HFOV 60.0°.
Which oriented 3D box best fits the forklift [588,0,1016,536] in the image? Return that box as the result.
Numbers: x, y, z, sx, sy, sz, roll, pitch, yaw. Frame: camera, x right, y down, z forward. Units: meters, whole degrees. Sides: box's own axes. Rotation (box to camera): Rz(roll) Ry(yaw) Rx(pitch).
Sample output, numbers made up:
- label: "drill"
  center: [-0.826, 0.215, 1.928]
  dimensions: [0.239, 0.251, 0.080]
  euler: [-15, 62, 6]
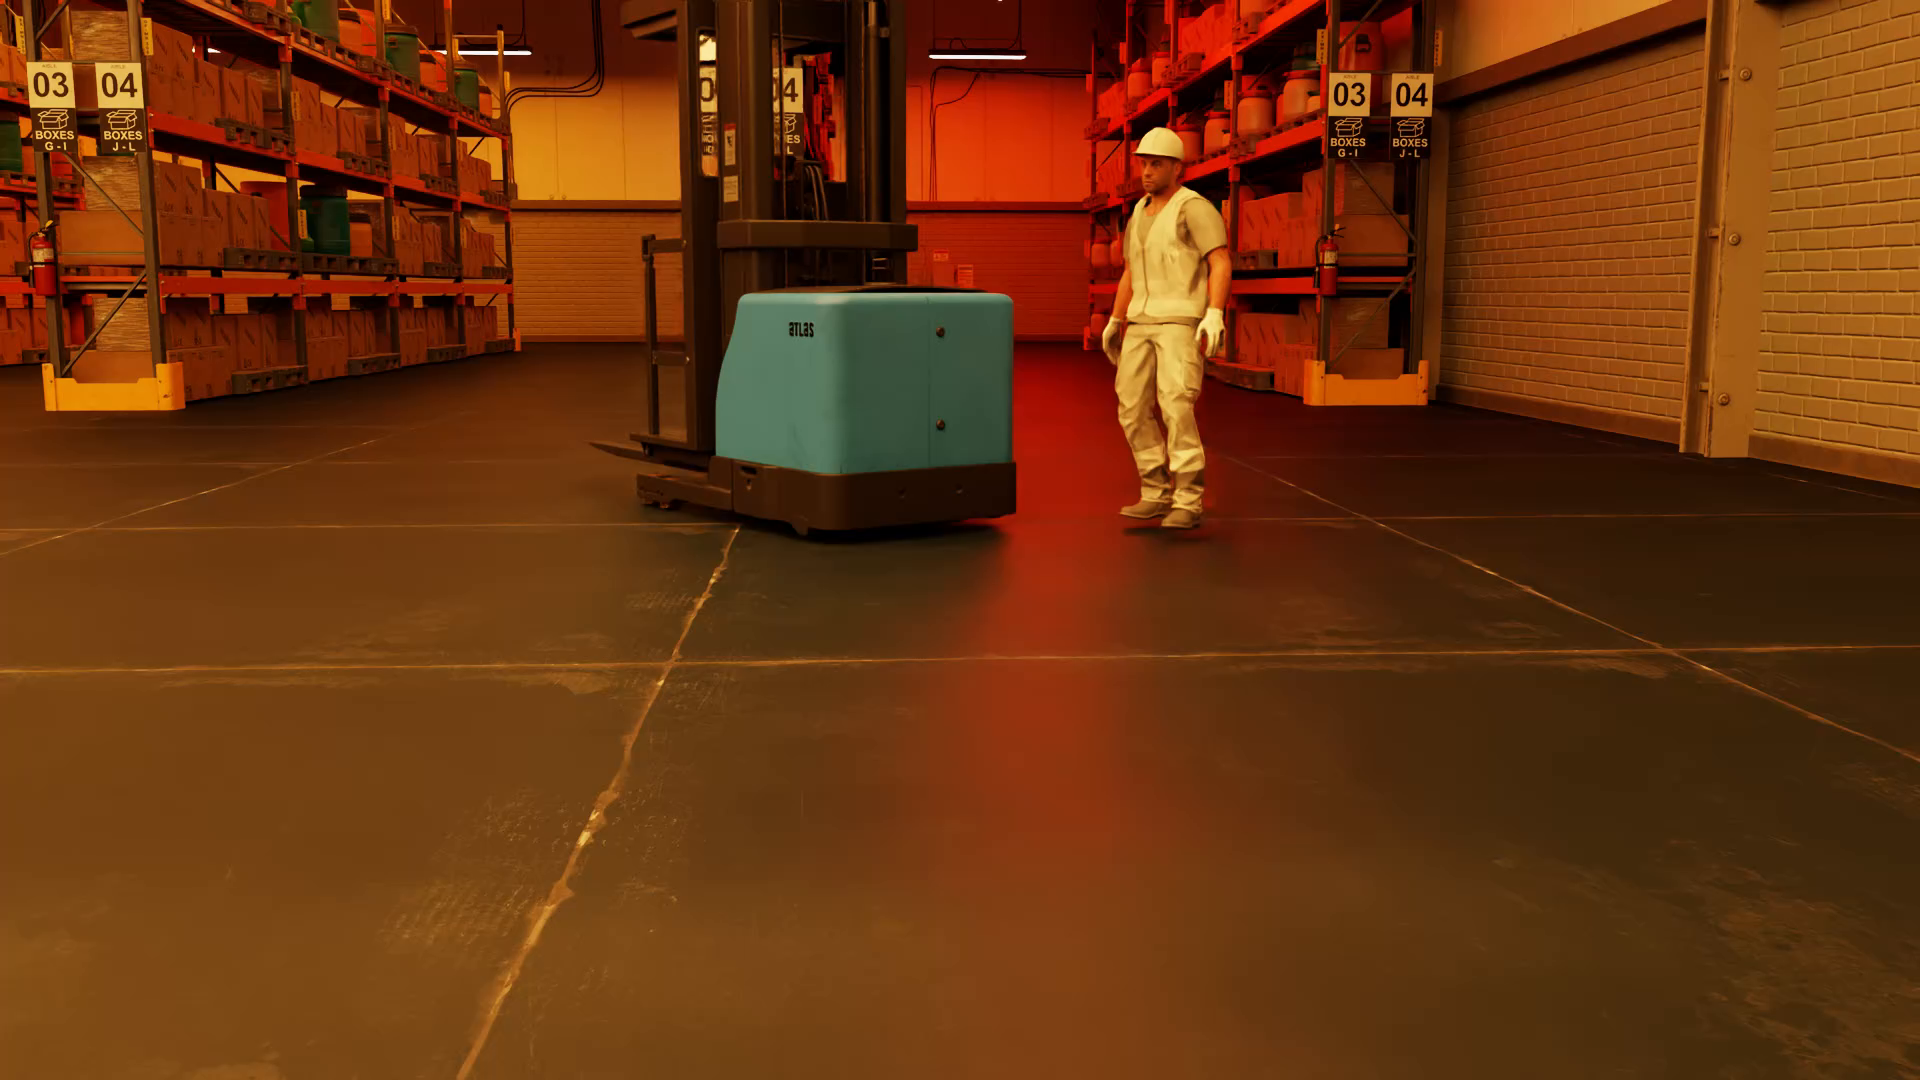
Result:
- label: "forklift"
  center: [-0.999, -1.639, 8.368]
  dimensions: [1.130, 2.935, 3.031]
  euler: [-6, 10, -35]

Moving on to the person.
- label: "person"
  center: [0.889, -0.951, 7.470]
  dimensions: [0.472, 1.759, 0.793]
  euler: [-7, 11, -37]
